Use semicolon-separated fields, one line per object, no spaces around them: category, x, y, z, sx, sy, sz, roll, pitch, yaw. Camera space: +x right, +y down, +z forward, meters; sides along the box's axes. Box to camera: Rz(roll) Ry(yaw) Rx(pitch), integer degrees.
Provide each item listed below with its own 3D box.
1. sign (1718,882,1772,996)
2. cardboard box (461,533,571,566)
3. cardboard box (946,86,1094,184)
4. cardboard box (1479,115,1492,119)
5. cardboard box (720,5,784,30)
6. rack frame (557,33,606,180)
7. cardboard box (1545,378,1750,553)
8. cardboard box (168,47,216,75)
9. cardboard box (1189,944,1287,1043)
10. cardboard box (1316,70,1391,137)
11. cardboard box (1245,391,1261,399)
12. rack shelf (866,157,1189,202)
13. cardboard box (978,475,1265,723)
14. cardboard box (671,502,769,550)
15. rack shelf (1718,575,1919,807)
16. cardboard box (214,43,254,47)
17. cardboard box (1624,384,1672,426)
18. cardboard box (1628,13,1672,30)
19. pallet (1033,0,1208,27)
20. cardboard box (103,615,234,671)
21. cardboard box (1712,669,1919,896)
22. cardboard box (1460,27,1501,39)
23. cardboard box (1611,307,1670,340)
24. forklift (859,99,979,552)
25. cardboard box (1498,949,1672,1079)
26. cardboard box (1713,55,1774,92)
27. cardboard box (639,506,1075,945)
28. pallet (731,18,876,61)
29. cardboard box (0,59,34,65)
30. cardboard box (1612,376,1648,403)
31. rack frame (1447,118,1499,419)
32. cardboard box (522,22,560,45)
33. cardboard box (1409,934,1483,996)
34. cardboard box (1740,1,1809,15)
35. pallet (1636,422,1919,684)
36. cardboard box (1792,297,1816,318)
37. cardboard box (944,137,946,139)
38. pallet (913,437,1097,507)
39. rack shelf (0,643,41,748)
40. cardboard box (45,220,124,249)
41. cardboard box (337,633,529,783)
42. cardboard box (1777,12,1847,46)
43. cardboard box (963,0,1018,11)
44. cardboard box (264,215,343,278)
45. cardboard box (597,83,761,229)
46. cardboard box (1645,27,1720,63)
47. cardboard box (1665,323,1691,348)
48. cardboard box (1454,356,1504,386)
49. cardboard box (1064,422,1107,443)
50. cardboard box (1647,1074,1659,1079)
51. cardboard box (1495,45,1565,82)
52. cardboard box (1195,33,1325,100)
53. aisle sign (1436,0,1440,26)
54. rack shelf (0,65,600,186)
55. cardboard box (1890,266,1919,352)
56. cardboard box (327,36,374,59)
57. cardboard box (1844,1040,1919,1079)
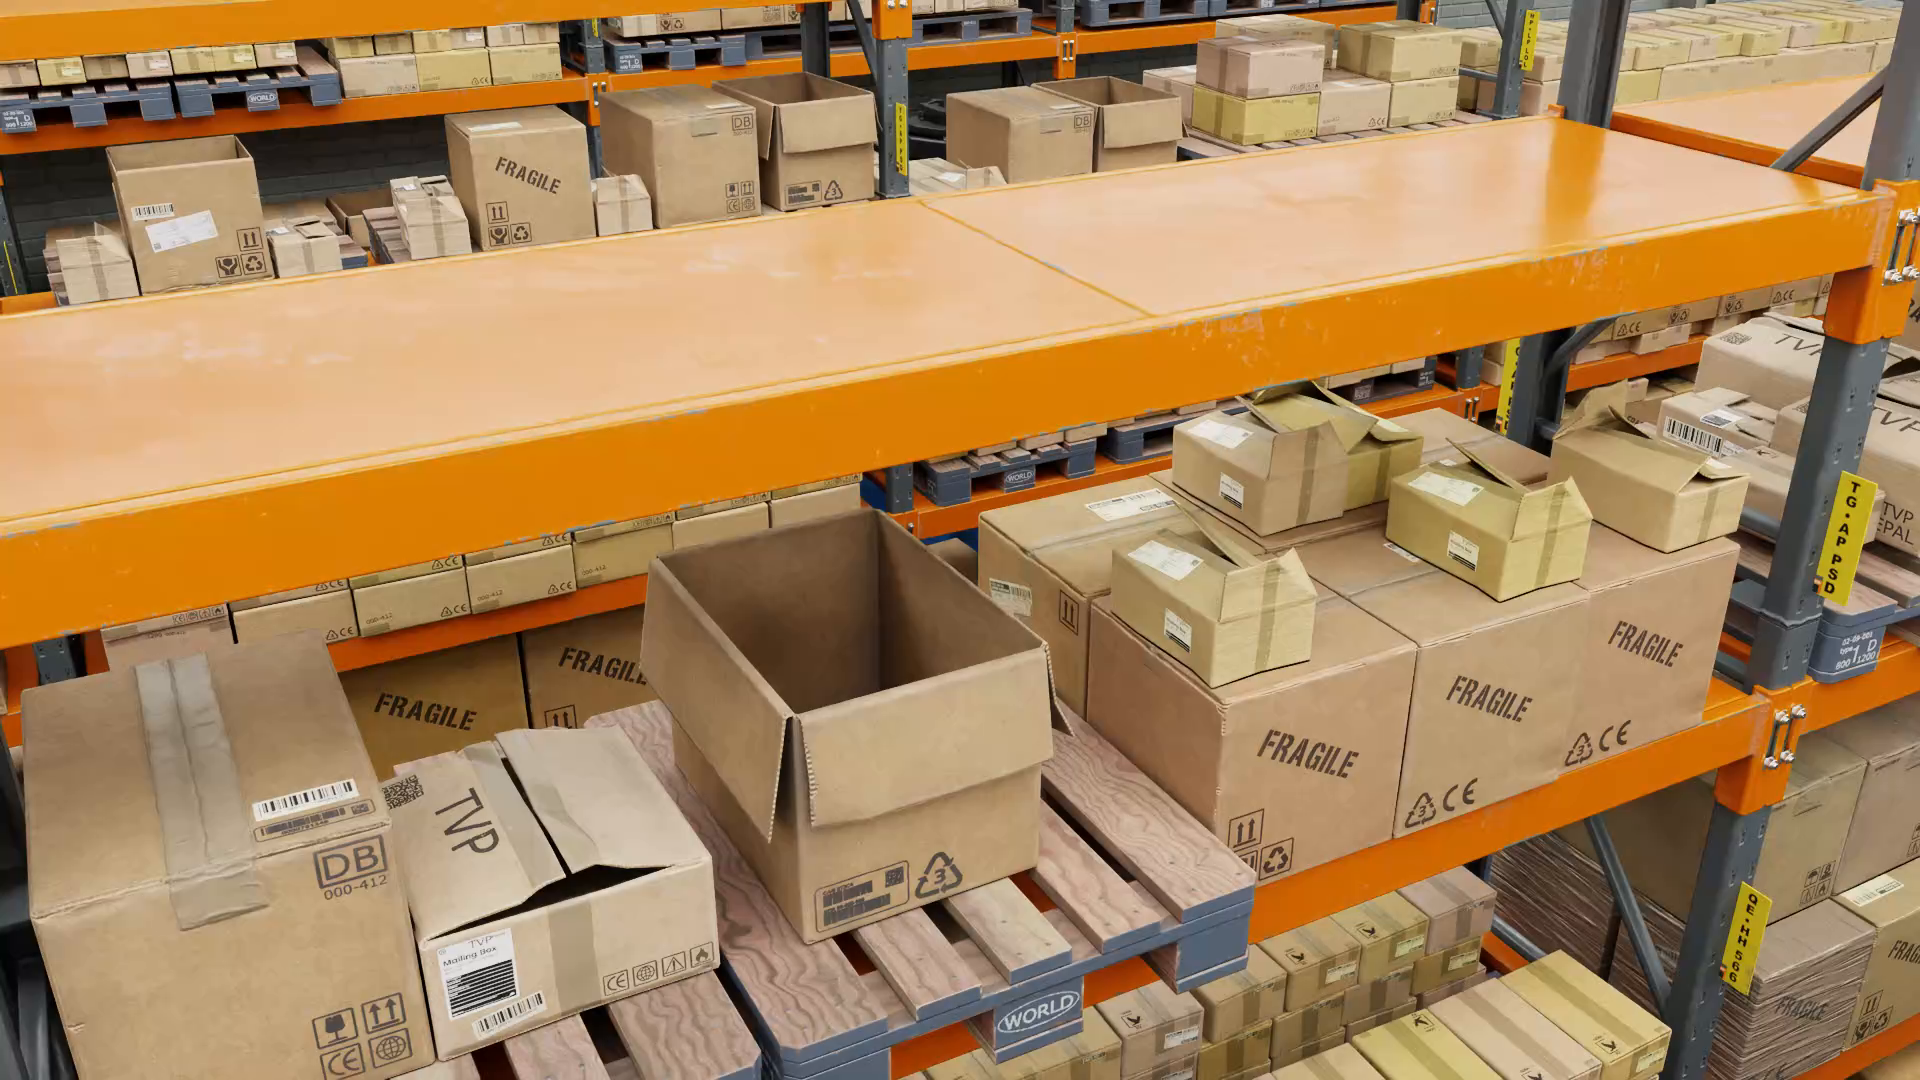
sign;2.150;1.094;4.562;0.005;0.325;0.100;-13;29;-25
cardboard box;-2.191;-0.133;7.960;0.500;0.250;0.500;-14;29;-27
cardboard box;0.309;-2.082;8.841;0.500;0.500;0.700;-13;29;-25
cardboard box;3.392;-2.518;10.156;0.250;0.149;0.380;-13;29;-26
cardboard box;-1.719;-4.217;12.688;0.500;0.500;0.700;-14;29;-26
rack frame;-2.871;-2.390;13.064;0.127;3.000;1.000;-13;29;-25
cardboard box;1.651;-0.186;4.008;0.258;0.266;0.396;-13;29;-25
cardboard box;-5.050;-3.166;10.906;0.250;0.149;0.380;-13;29;-26
cardboard box;0.699;1.208;4.687;0.250;0.149;0.380;-14;29;-27
cardboard box;2.101;-2.508;9.533;0.500;0.250;0.500;-13;28;-24
cardboard box;1.766;-0.973;9.919;0.250;0.149;0.380;-13;29;-25
rack shelf;1.232;-1.930;9.472;4.000;0.370;1.077;-13;29;-25
cardboard box;0.380;0.201;4.087;0.500;0.500;0.500;-13;29;-25
cardboard box;-1.300;-0.115;8.500;0.500;0.250;0.500;-12;28;-24
rack shelf;3.651;-0.060;5.578;4.000;0.370;1.077;-13;29;-25
cardboard box;-4.826;-3.365;10.975;0.250;0.149;0.380;-13;28;-25
cardboard box;4.570;-0.833;11.647;0.500;0.500;0.500;-11;28;-22
cardboard box;4.497;-3.408;11.089;0.250;0.149;0.380;-13;28;-24
pallet;1.399;-4.700;14.513;1.213;0.211;1.003;-13;29;-25
cardboard box;-3.549;0.398;7.430;0.500;0.250;0.500;-14;29;-26
cardboard box;2.733;0.688;5.383;0.500;0.500;0.700;-13;29;-26
cardboard box;3.367;-3.138;10.526;0.250;0.149;0.380;-14;29;-26
cardboard box;4.398;-1.680;11.127;0.500;0.500;0.500;-13;29;-26
forklift;0.318;-1.553;11.401;1.130;2.935;3.031;14;29;27
cardboard box;1.669;1.306;4.485;0.250;0.149;0.380;-14;29;-27
cardboard box;4.857;-3.023;10.746;0.500;0.250;0.500;-13;28;-25
cardboard box;-0.219;0.337;3.314;0.637;0.503;0.797;-13;29;-26
pallet;-1.329;-4.058;13.292;1.213;0.211;1.003;-12;28;-23
cardboard box;-5.931;-3.076;10.373;0.250;0.149;0.380;-12;28;-24
cardboard box;4.472;-1.071;11.393;0.250;0.149;0.380;-11;28;-22
rack frame;2.997;-1.310;10.814;0.127;3.000;1.000;-13;29;-25
cardboard box;-3.071;-3.690;12.019;0.250;0.149;0.380;-12;28;-24
cardboard box;1.365;1.186;5.077;0.250;0.149;0.380;-12;28;-23
cardboard box;5.653;-3.644;11.579;0.250;0.149;0.380;-13;29;-25
pallet;2.429;-0.044;4.930;1.003;0.211;1.213;-12;28;-23
cardboard box;5.890;-1.715;11.949;0.250;0.149;0.380;-14;29;-26
cardboard box;-0.235;-3.467;14.443;0.250;0.149;0.380;-13;29;-25
pallet;0.046;-0.594;9.546;1.003;0.211;1.213;-13;29;-25
rack shelf;-5.826;1.051;6.728;4.000;0.370;1.077;-13;29;-25
cardboard box;-5.869;-1.823;11.282;0.500;0.500;0.700;-12;28;-24
cardboard box;-2.759;0.744;8.506;0.875;0.875;0.875;-12;28;-24
cardboard box;5.657;-3.412;11.097;0.250;0.149;0.380;-13;28;-25
cardboard box;0.134;-4.511;13.518;0.500;0.311;0.500;-14;29;-27
cardboard box;-2.781;-1.241;6.989;0.250;0.166;0.380;-15;30;-29
cardboard box;-1.316;-1.807;7.785;0.500;0.500;0.700;-15;29;-28
cardboard box;4.552;-3.134;10.517;0.250;0.149;0.380;-13;29;-26
cardboard box;4.768;-1.457;11.411;0.250;0.149;0.380;-13;29;-25
cardboard box;3.426;-1.138;10.747;0.250;0.149;0.380;-13;29;-25
cardboard box;0.623;-0.697;9.344;0.250;0.149;0.380;-13;28;-25
cardboard box;1.665;1.439;4.550;0.250;0.149;0.380;-12;28;-24
cardboard box;3.429;-2.848;9.921;0.250;0.149;0.380;-14;29;-26
cardboard box;1.656;-2.626;9.201;0.500;0.250;0.500;-13;28;-24
aisle sign;4.384;-5.092;15.689;0.004;0.787;0.394;-13;29;-25
rack shelf;-4.636;-3.010;11.722;4.000;0.370;1.077;-13;29;-25
cardboard box;3.288;-0.718;5.400;0.500;0.500;0.500;-13;29;-25
cardboard box;-4.219;-3.438;11.494;0.250;0.149;0.380;-12;28;-24
cardboard box;3.236;1.931;6.179;0.750;0.750;1.050;-13;28;-24
